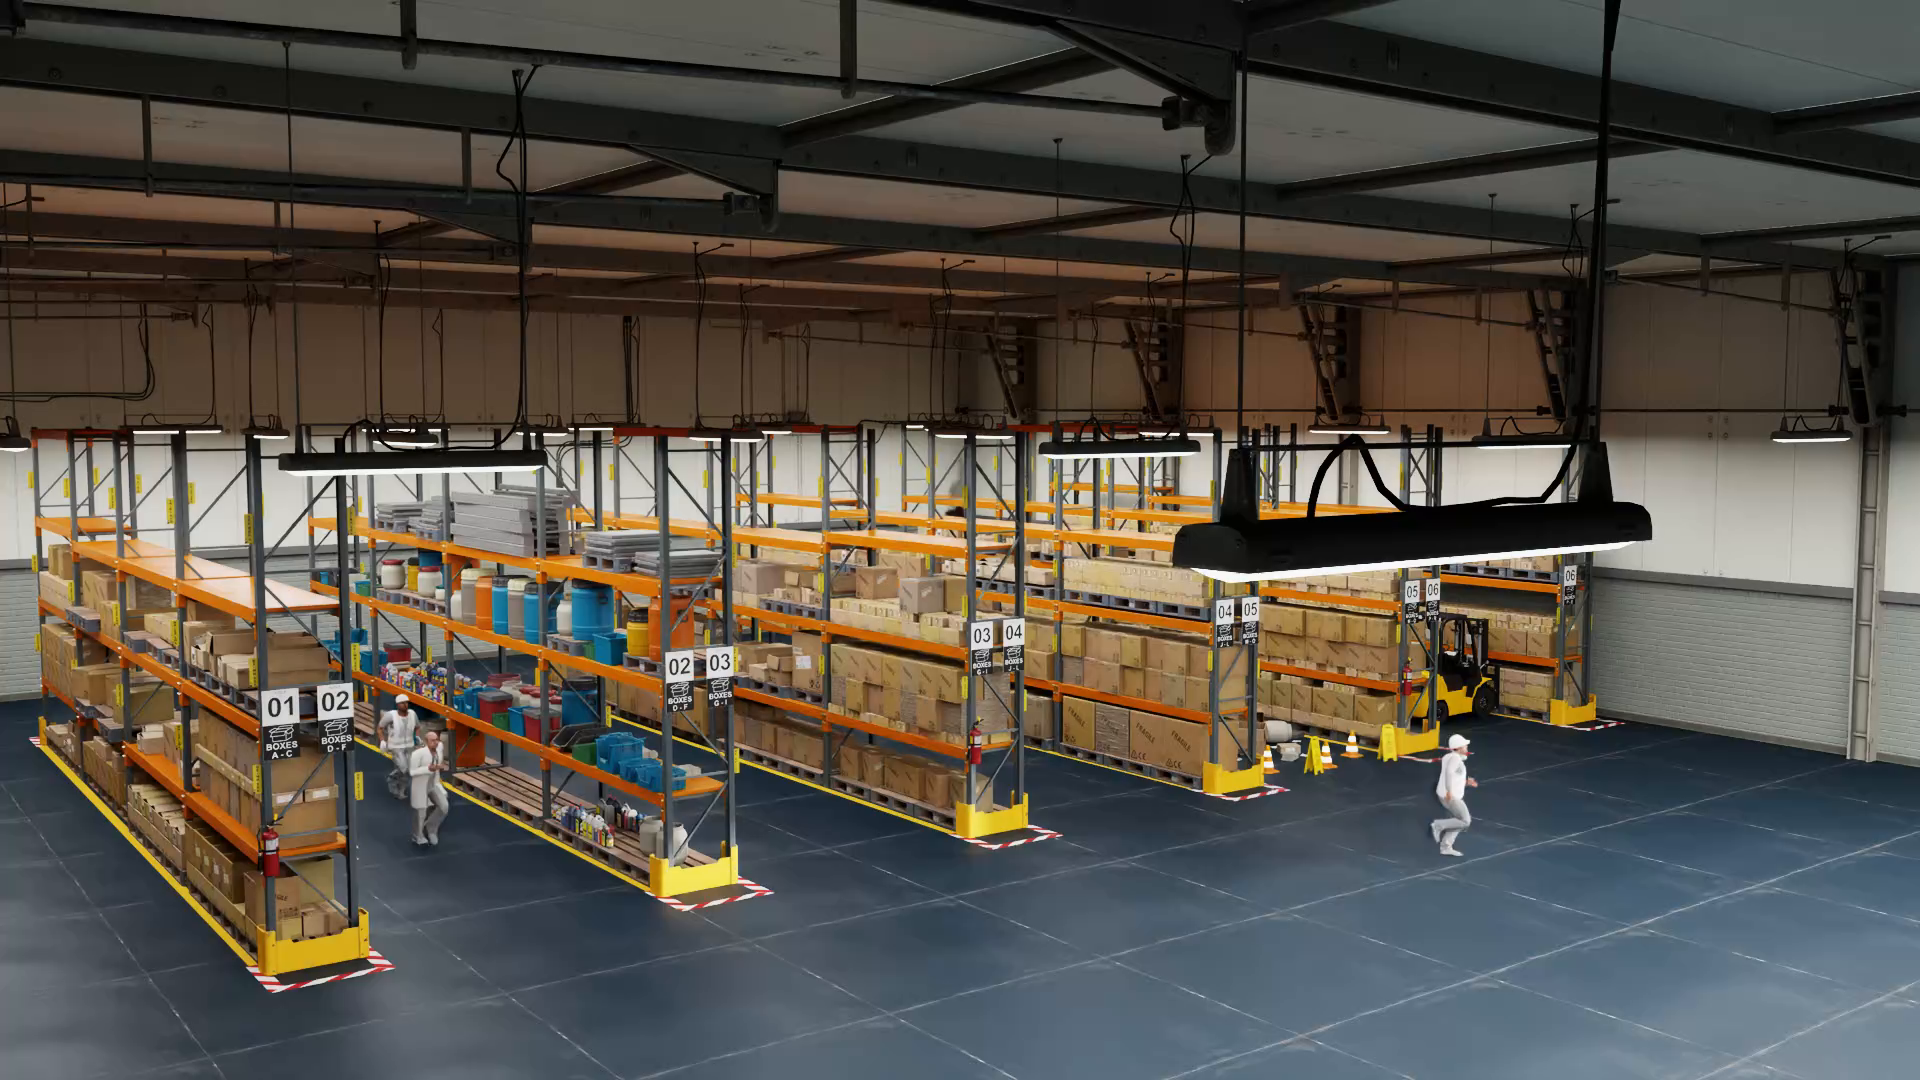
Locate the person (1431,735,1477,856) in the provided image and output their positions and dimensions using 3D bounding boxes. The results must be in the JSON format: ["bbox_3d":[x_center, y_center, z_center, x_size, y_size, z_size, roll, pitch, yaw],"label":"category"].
[{"bbox_3d":[7.024,3.631,23.621,0.665,1.726,0.695,0,4,4],"label":"person"}]

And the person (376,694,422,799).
[{"bbox_3d":[-9.001,3.352,26.869,0.627,1.730,0.683,4,6,44],"label":"person"}]

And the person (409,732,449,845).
[{"bbox_3d":[-7.641,3.577,23.905,0.934,1.703,0.680,4,6,44],"label":"person"}]
